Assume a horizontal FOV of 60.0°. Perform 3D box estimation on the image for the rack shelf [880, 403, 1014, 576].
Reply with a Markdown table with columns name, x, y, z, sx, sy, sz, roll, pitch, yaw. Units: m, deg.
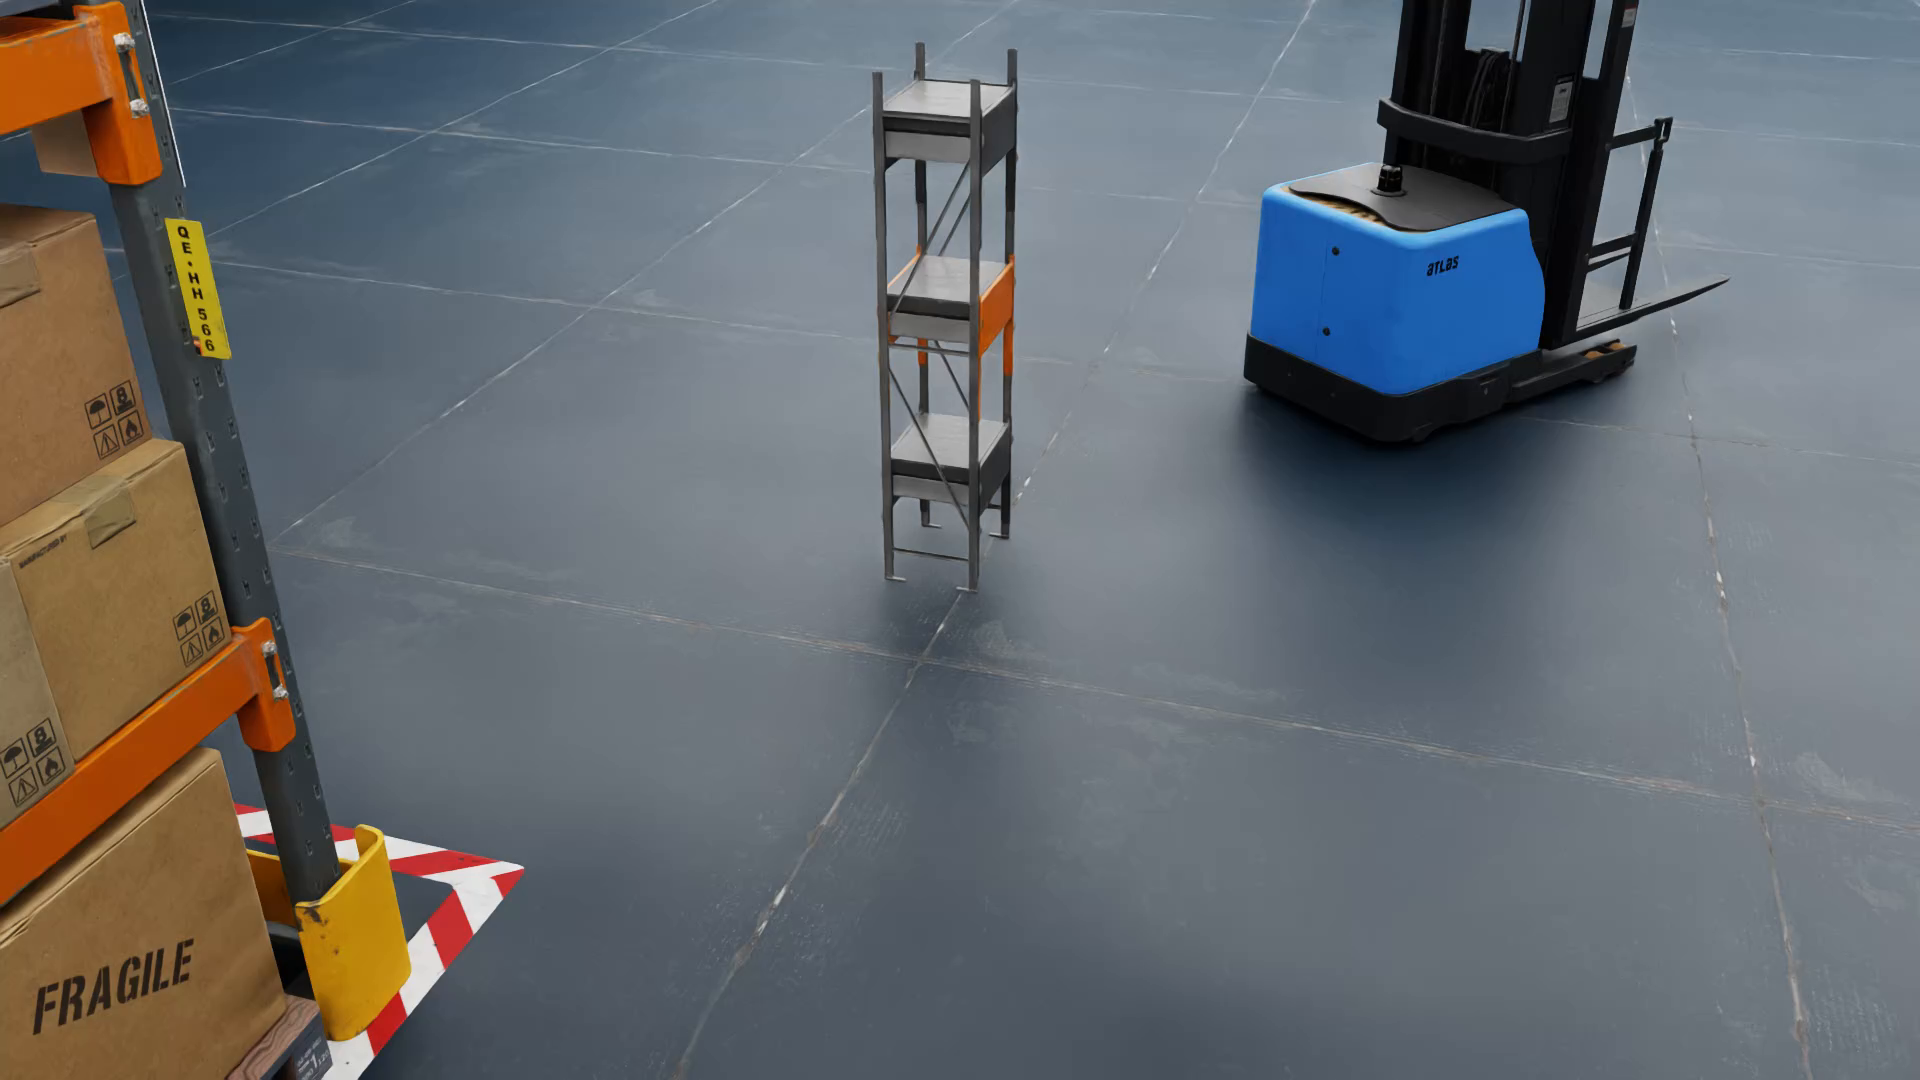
| name | x | y | z | sx | sy | sz | roll | pitch | yaw |
| --- | --- | --- | --- | --- | --- | --- | --- | --- | --- |
| rack shelf | -0.049 | -0.217 | 6.948 | 0.431 | 0.518 | 0.480 | 8 | 30 | 15 |

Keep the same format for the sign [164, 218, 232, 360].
| name | x | y | z | sx | sy | sz | roll | pitch | yaw |
| --- | --- | --- | --- | --- | --- | --- | --- | --- | --- |
| sign | -1.715 | -0.562 | 3.741 | 0.100 | 0.325 | 0.005 | 8 | 30 | 15 |

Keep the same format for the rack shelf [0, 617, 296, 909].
| name | x | y | z | sx | sy | sz | roll | pitch | yaw |
| --- | --- | --- | --- | --- | --- | --- | --- | --- | --- |
| rack shelf | -2.817 | 1.207 | 2.735 | 1.077 | 0.370 | 4.000 | 8 | 30 | 15 |

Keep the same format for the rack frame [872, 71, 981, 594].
| name | x | y | z | sx | sy | sz | roll | pitch | yaw |
| --- | --- | --- | --- | --- | --- | --- | --- | --- | --- |
| rack frame | -0.120 | -0.727 | 6.397 | 0.400 | 2.100 | 0.015 | 8 | 30 | 15 |

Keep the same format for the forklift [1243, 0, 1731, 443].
| name | x | y | z | sx | sy | sz | roll | pitch | yaw |
| --- | --- | --- | --- | --- | --- | --- | --- | --- | --- |
| forklift | 2.970 | -2.296 | 8.363 | 3.031 | 2.935 | 1.130 | -19 | 34 | -30 |

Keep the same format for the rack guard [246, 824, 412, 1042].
| name | x | y | z | sx | sy | sz | roll | pitch | yaw |
| --- | --- | --- | --- | --- | --- | --- | --- | --- | --- |
| rack guard | -2.223 | 1.044 | 4.858 | 1.175 | 0.500 | 0.348 | 8 | 30 | 15 |

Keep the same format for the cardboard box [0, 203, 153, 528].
| name | x | y | z | sx | sy | sz | roll | pitch | yaw |
| --- | --- | --- | --- | --- | --- | --- | --- | --- | --- |
| cardboard box | -2.376 | -0.407 | 3.632 | 0.875 | 0.550 | 0.550 | 8 | 30 | 15 |

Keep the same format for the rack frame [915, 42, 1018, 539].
| name | x | y | z | sx | sy | sz | roll | pitch | yaw |
| --- | --- | --- | --- | --- | --- | --- | --- | --- | --- |
| rack frame | 0.023 | -0.954 | 6.805 | 0.400 | 2.100 | 0.015 | 8 | 30 | 15 |

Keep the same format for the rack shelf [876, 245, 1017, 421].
| name | x | y | z | sx | sy | sz | roll | pitch | yaw |
| --- | --- | --- | --- | --- | --- | --- | --- | --- | --- |
| rack shelf | -0.049 | -0.829 | 6.608 | 0.431 | 0.518 | 0.480 | 8 | 30 | 15 |

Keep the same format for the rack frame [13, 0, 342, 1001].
| name | x | y | z | sx | sy | sz | roll | pitch | yaw |
| --- | --- | --- | --- | --- | --- | --- | --- | --- | --- |
| rack frame | -2.230 | -0.037 | 4.231 | 1.000 | 3.000 | 0.127 | 8 | 30 | 15 |

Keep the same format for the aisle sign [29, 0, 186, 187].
| name | x | y | z | sx | sy | sz | roll | pitch | yaw |
| --- | --- | --- | --- | --- | --- | --- | --- | --- | --- |
| aisle sign | -1.922 | -1.163 | 3.581 | 0.394 | 0.787 | 0.004 | 8 | 30 | 15 |

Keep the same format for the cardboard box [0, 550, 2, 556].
| name | x | y | z | sx | sy | sz | roll | pitch | yaw |
| --- | --- | --- | --- | --- | --- | --- | --- | --- | --- |
| cardboard box | -2.449 | -0.139 | 3.148 | 0.875 | 0.550 | 0.550 | 8 | 30 | 15 |

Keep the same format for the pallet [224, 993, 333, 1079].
| name | x | y | z | sx | sy | sz | roll | pitch | yaw |
| --- | --- | --- | --- | --- | --- | --- | --- | --- | --- |
| pallet | -2.390 | 1.565 | 4.221 | 1.003 | 0.211 | 1.213 | 8 | 30 | 15 |

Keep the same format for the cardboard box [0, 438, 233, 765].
| name | x | y | z | sx | sy | sz | roll | pitch | yaw |
| --- | --- | --- | --- | --- | --- | --- | --- | --- | --- |
| cardboard box | -2.295 | 0.077 | 3.873 | 0.875 | 0.550 | 0.550 | 8 | 30 | 15 |

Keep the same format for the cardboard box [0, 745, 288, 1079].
| name | x | y | z | sx | sy | sz | roll | pitch | yaw |
| --- | --- | --- | --- | --- | --- | --- | --- | --- | --- |
| cardboard box | -2.366 | 1.033 | 4.062 | 0.875 | 0.875 | 0.875 | 9 | 30 | 15 |

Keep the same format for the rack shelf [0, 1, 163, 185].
| name | x | y | z | sx | sy | sz | roll | pitch | yaw |
| --- | --- | --- | --- | --- | --- | --- | --- | --- | --- |
| rack shelf | -2.817 | -0.104 | 2.006 | 1.077 | 0.370 | 4.000 | 8 | 30 | 15 |

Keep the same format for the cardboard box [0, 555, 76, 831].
| name | x | y | z | sx | sy | sz | roll | pitch | yaw |
| --- | --- | --- | --- | --- | --- | --- | --- | --- | --- |
| cardboard box | -2.436 | 0.335 | 3.407 | 0.875 | 0.550 | 0.550 | 8 | 30 | 15 |

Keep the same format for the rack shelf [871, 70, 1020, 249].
| name | x | y | z | sx | sy | sz | roll | pitch | yaw |
| --- | --- | --- | --- | --- | --- | --- | --- | --- | --- |
| rack shelf | -0.049 | -1.440 | 6.268 | 0.431 | 0.518 | 0.480 | 8 | 30 | 15 |

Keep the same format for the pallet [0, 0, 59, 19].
| name | x | y | z | sx | sy | sz | roll | pitch | yaw |
| --- | --- | --- | --- | --- | --- | --- | --- | --- | --- |
| pallet | -2.438 | -0.963 | 2.901 | 1.003 | 0.211 | 1.213 | 8 | 30 | 15 |

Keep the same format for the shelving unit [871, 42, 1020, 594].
| name | x | y | z | sx | sy | sz | roll | pitch | yaw |
| --- | --- | --- | --- | --- | --- | --- | --- | --- | --- |
| shelving unit | -0.049 | -0.841 | 6.601 | 0.431 | 2.100 | 0.503 | 8 | 30 | 15 |
